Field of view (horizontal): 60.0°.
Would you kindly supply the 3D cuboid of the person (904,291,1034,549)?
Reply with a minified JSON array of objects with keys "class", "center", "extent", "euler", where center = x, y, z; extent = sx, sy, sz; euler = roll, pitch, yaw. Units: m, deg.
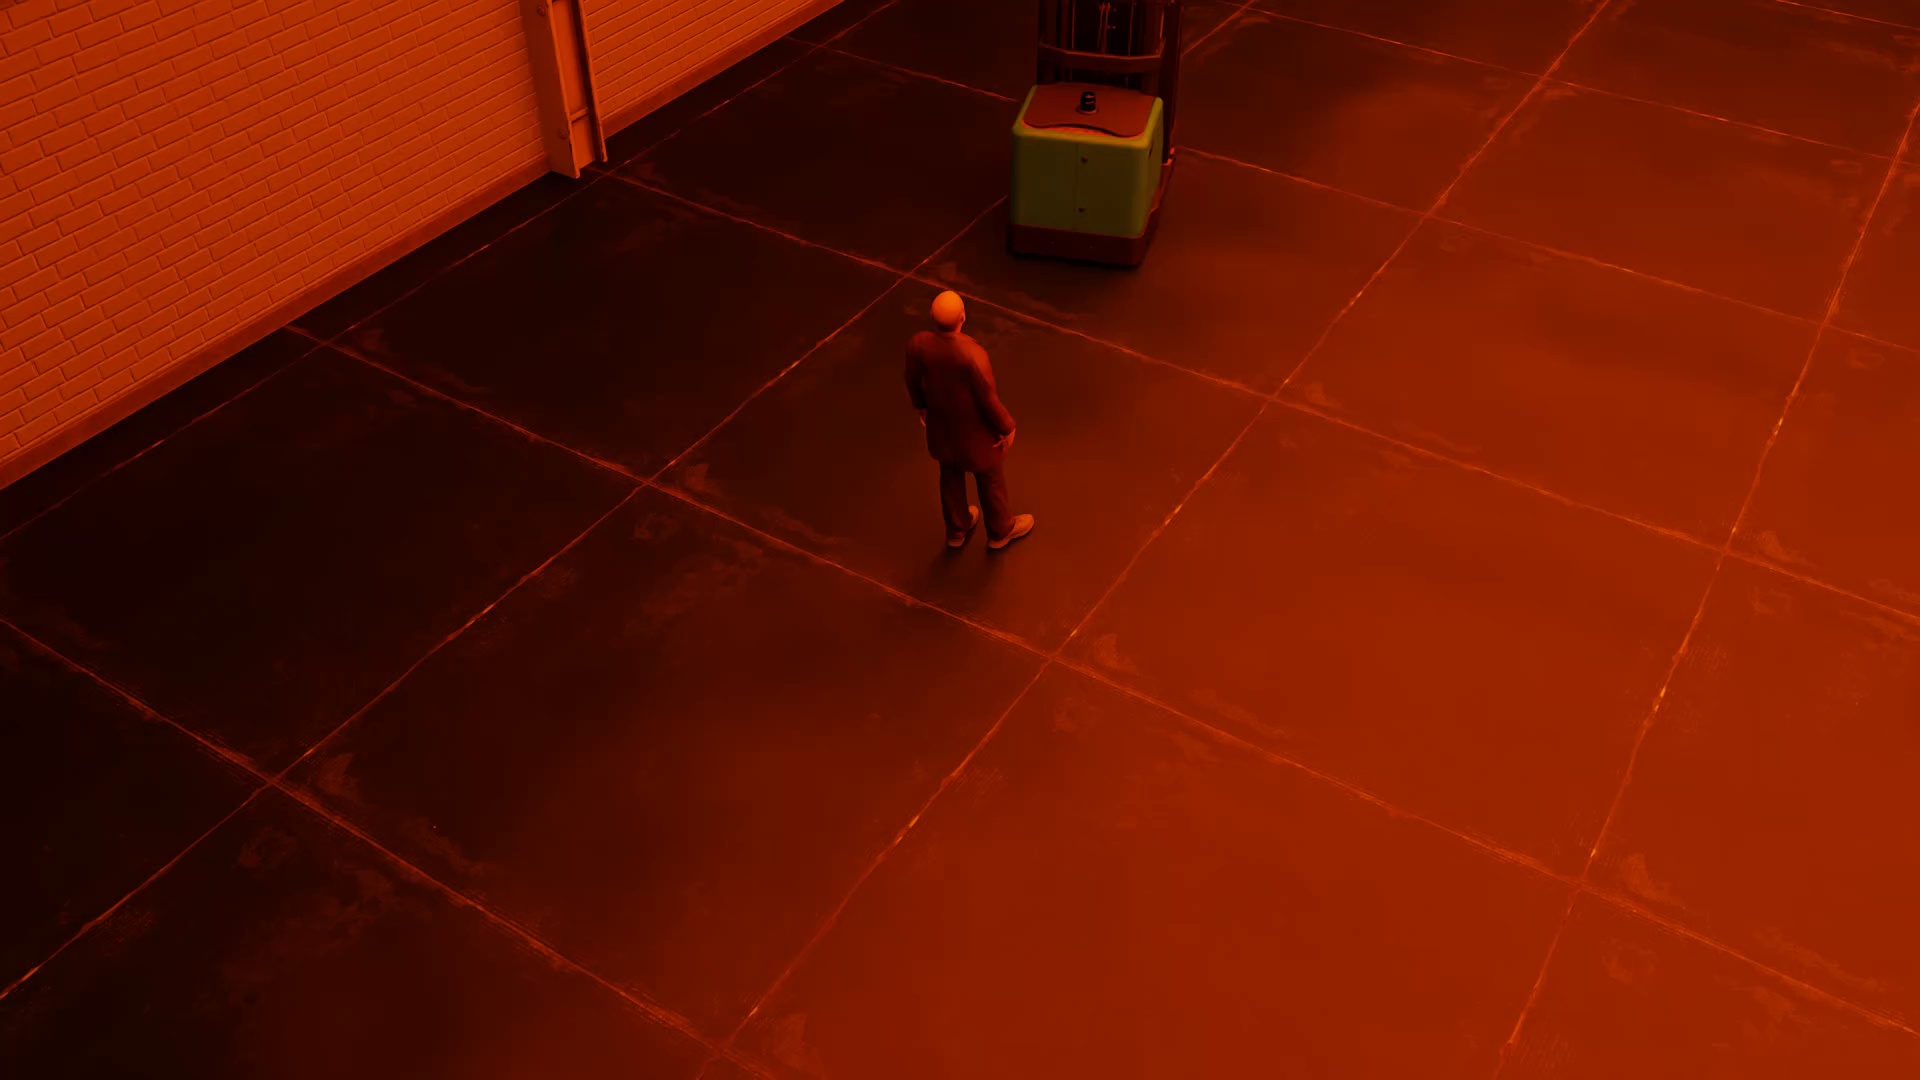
[{"class":"person","center":[0.053,-0.732,9.711],"extent":[0.696,1.776,0.582],"euler":[22,45,24]}]

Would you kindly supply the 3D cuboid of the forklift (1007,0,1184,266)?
[{"class":"forklift","center":[1.199,-4.152,12.866],"extent":[1.130,2.935,3.031],"euler":[9,41,10]}]
